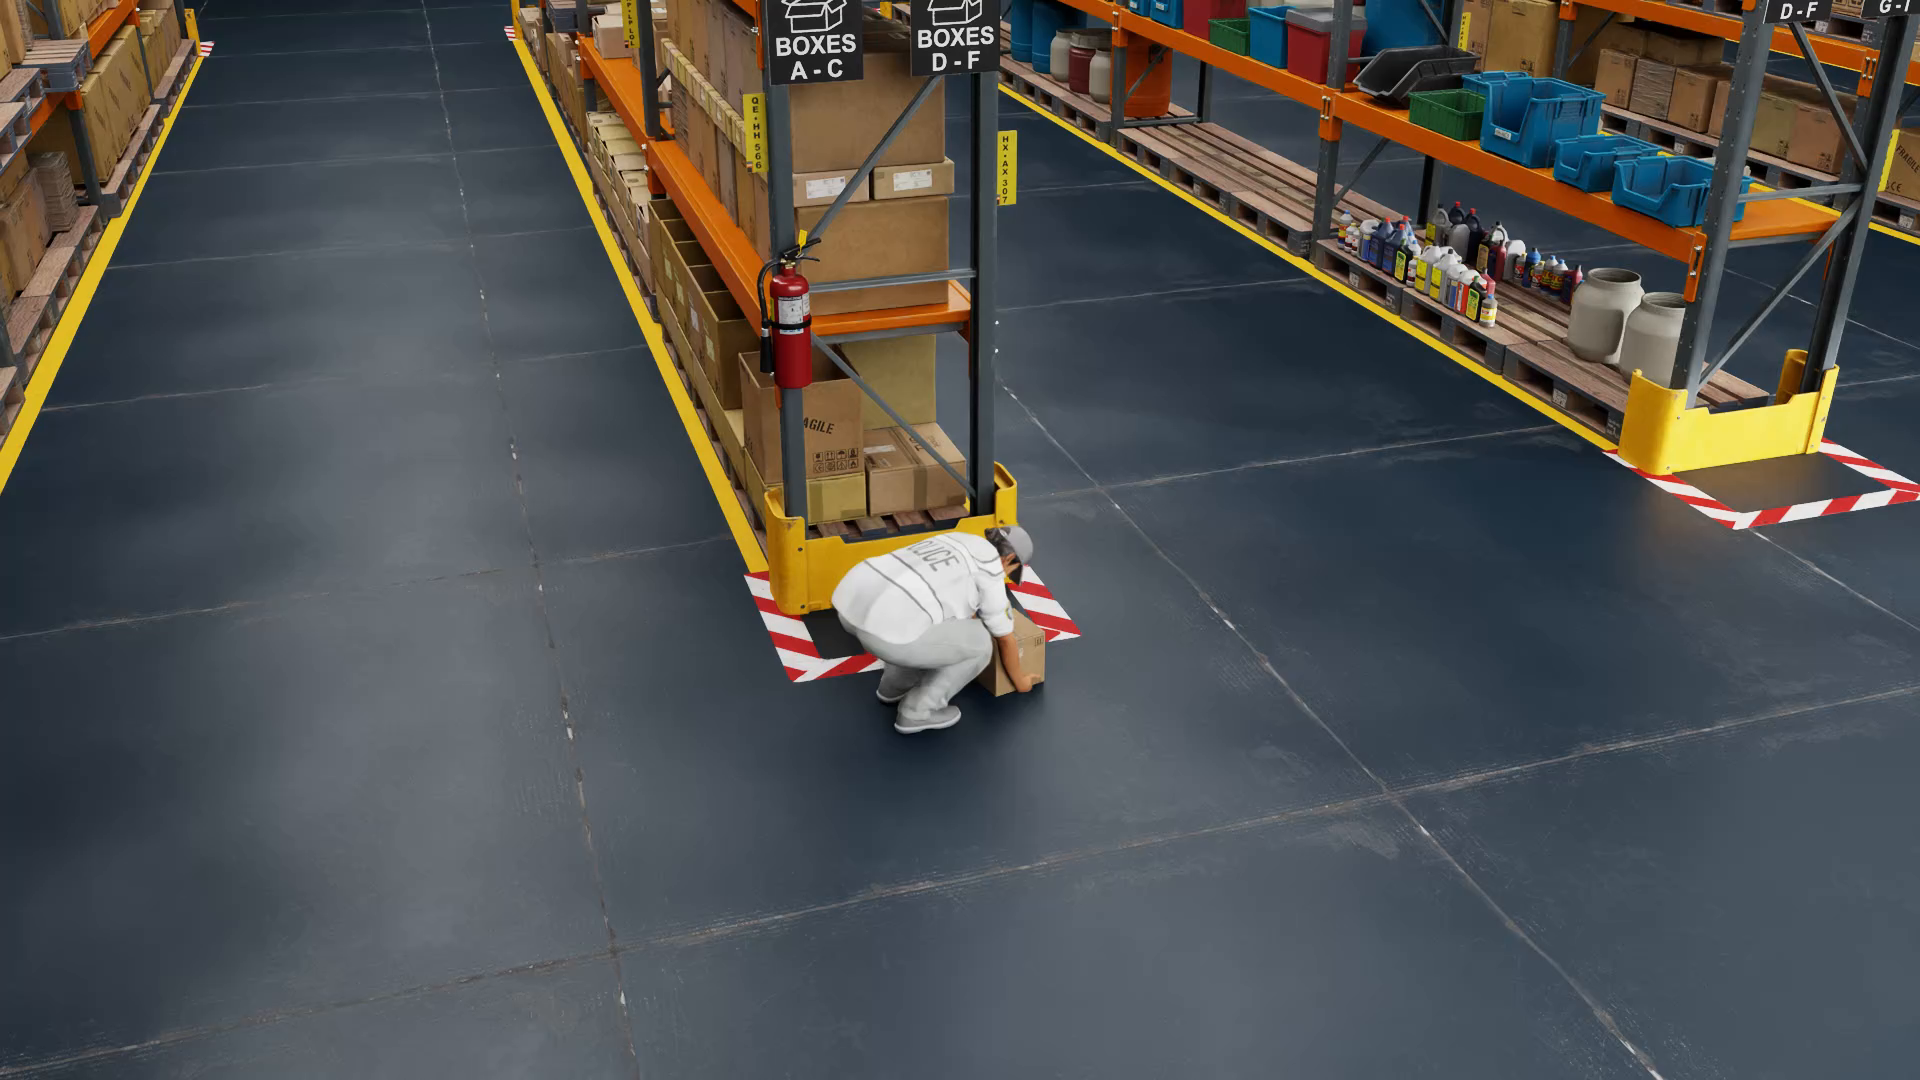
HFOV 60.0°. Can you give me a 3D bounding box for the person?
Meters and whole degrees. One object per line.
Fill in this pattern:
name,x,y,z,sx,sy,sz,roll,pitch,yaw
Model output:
person,-0.075,0.358,6.951,0.934,0.753,0.496,-16,31,-29
